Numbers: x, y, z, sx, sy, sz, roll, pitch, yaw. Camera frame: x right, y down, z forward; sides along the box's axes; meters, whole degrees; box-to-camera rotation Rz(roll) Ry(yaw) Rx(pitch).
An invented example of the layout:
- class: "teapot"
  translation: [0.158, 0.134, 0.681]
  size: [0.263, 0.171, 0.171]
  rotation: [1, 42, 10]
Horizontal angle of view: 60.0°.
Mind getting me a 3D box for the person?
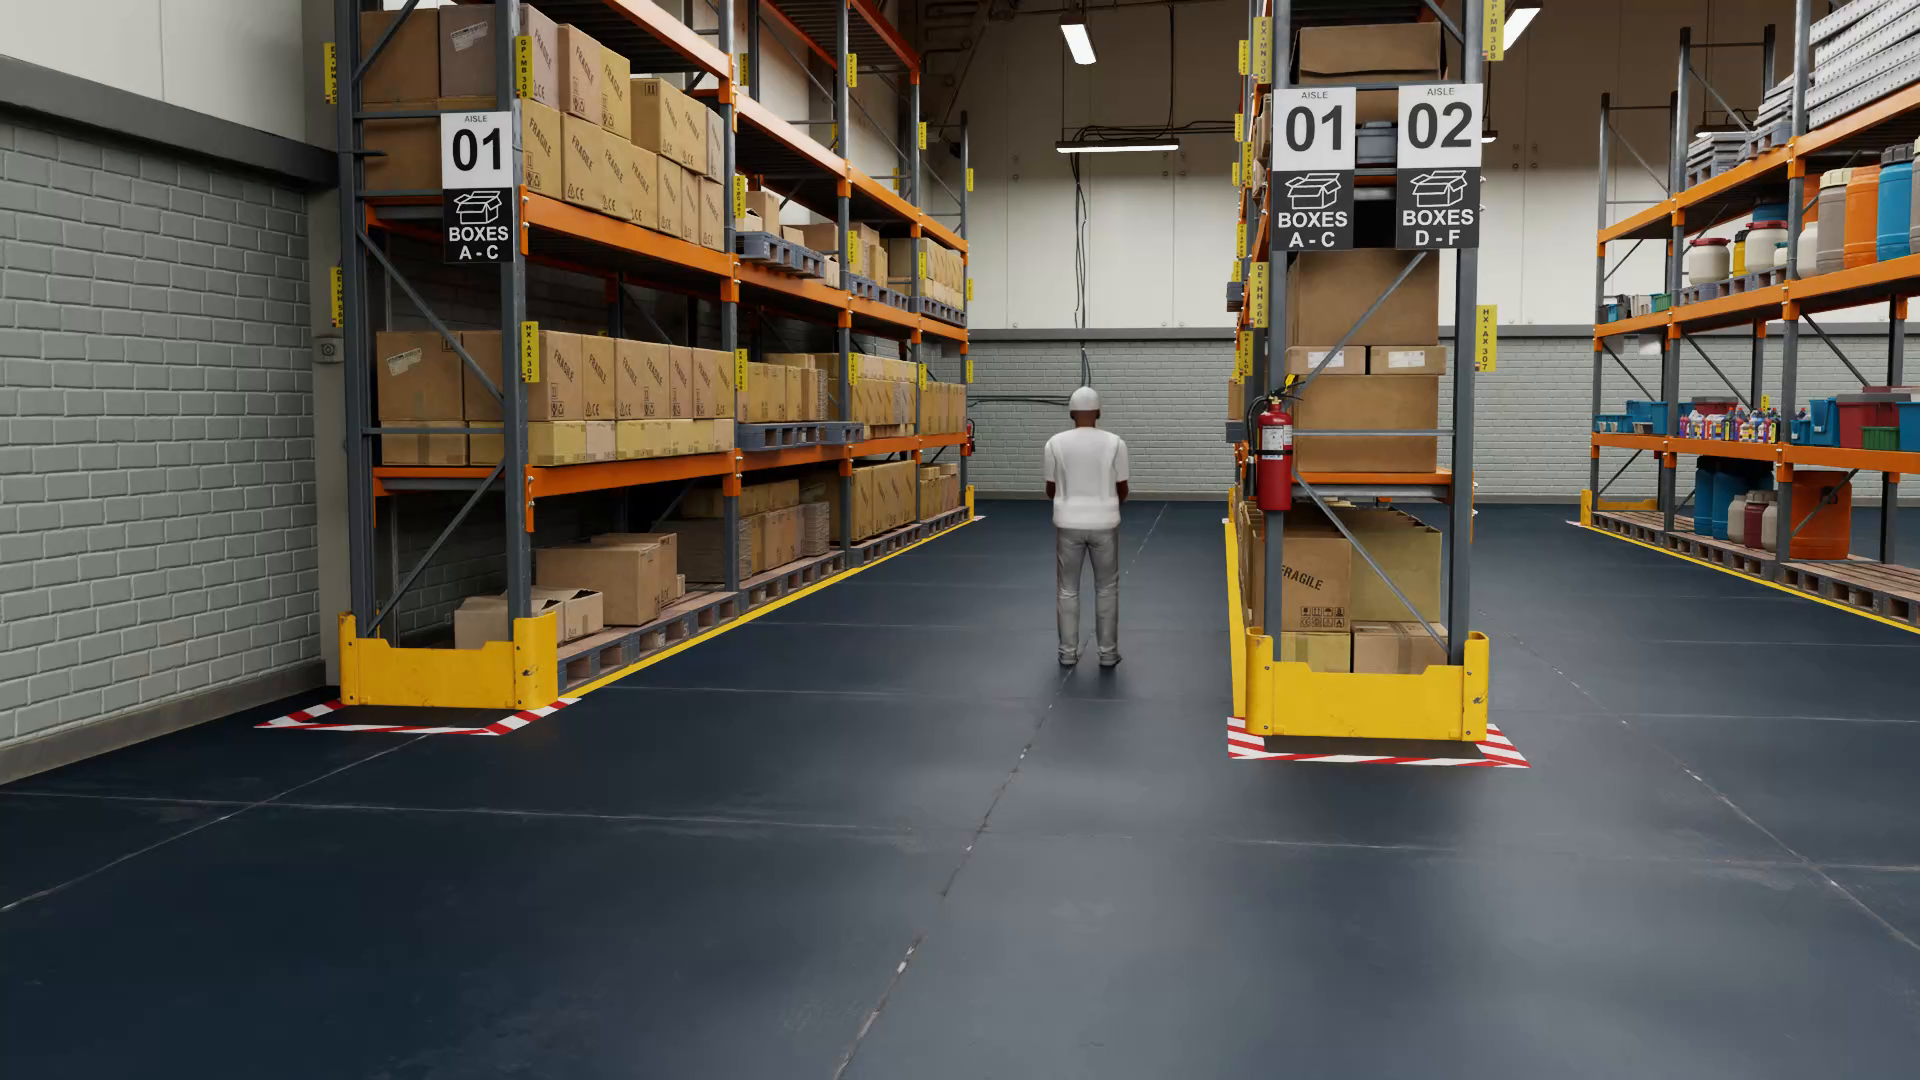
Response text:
- class: "person"
  translation: [0.818, -0.095, 10.704]
  size: [0.542, 1.770, 0.551]
  rotation: [1, 4, 8]
